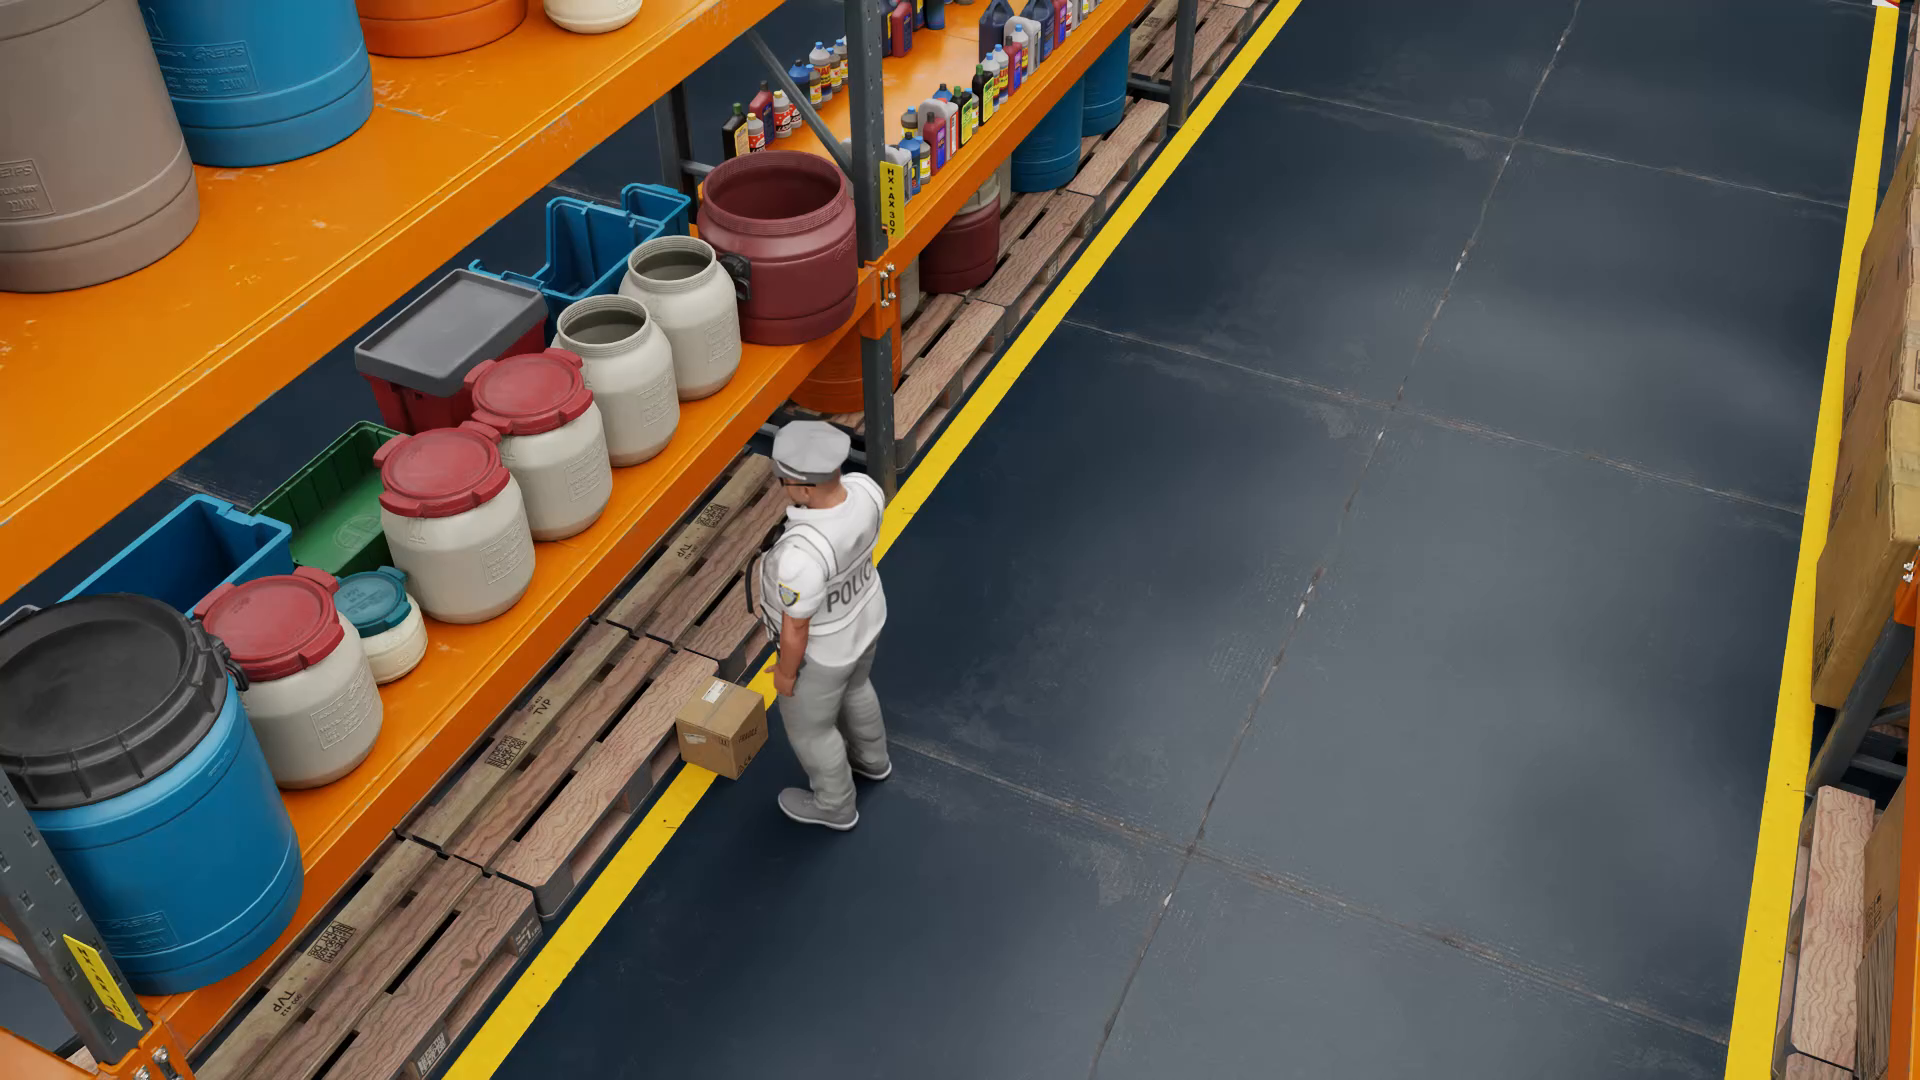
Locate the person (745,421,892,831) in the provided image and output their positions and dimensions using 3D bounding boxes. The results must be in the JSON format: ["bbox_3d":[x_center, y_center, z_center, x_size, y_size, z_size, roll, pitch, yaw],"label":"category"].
[{"bbox_3d":[-0.482,0.323,5.802,0.393,1.743,0.529,18,45,19],"label":"person"}]
